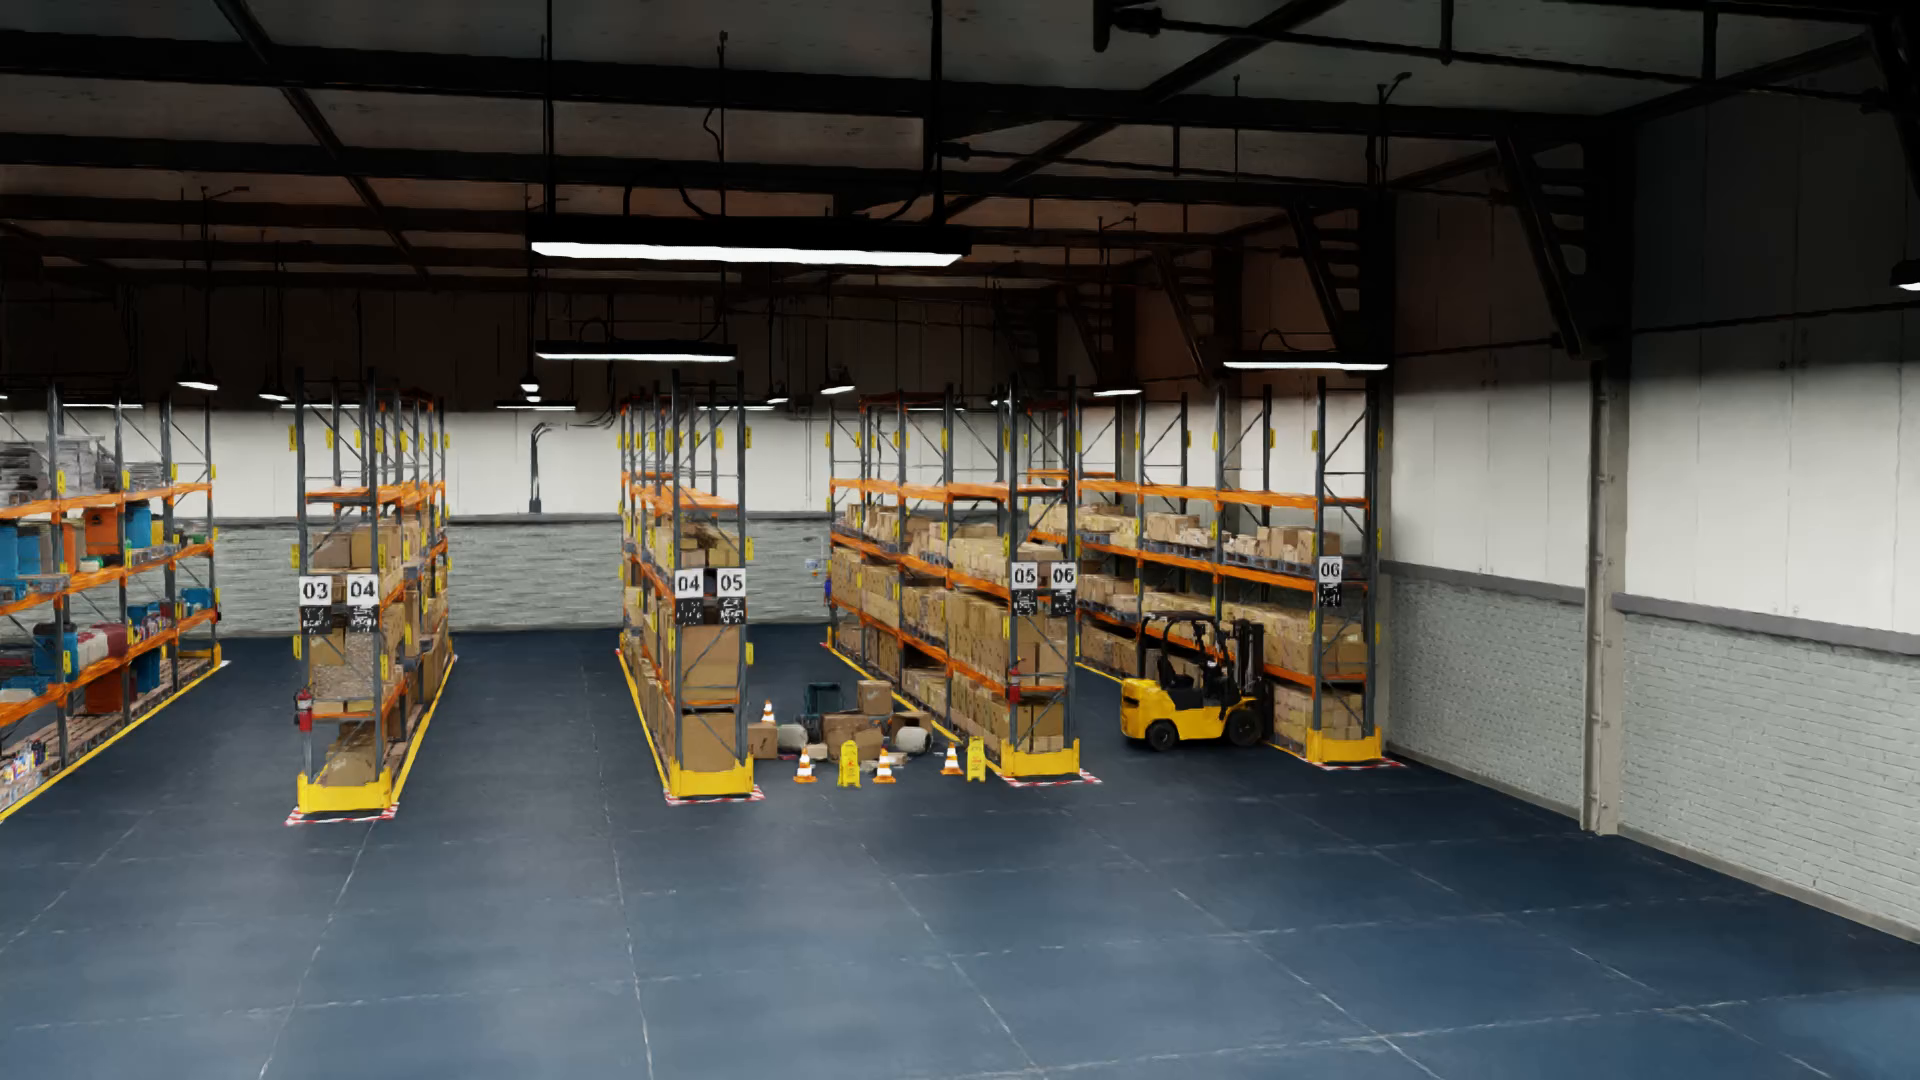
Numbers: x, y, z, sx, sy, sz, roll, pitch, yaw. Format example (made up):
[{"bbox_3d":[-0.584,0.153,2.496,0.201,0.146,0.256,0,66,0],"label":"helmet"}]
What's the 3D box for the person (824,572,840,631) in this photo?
[{"bbox_3d":[-3.309,1.579,43.361,0.517,1.633,0.473,3,5,44],"label":"person"}]
